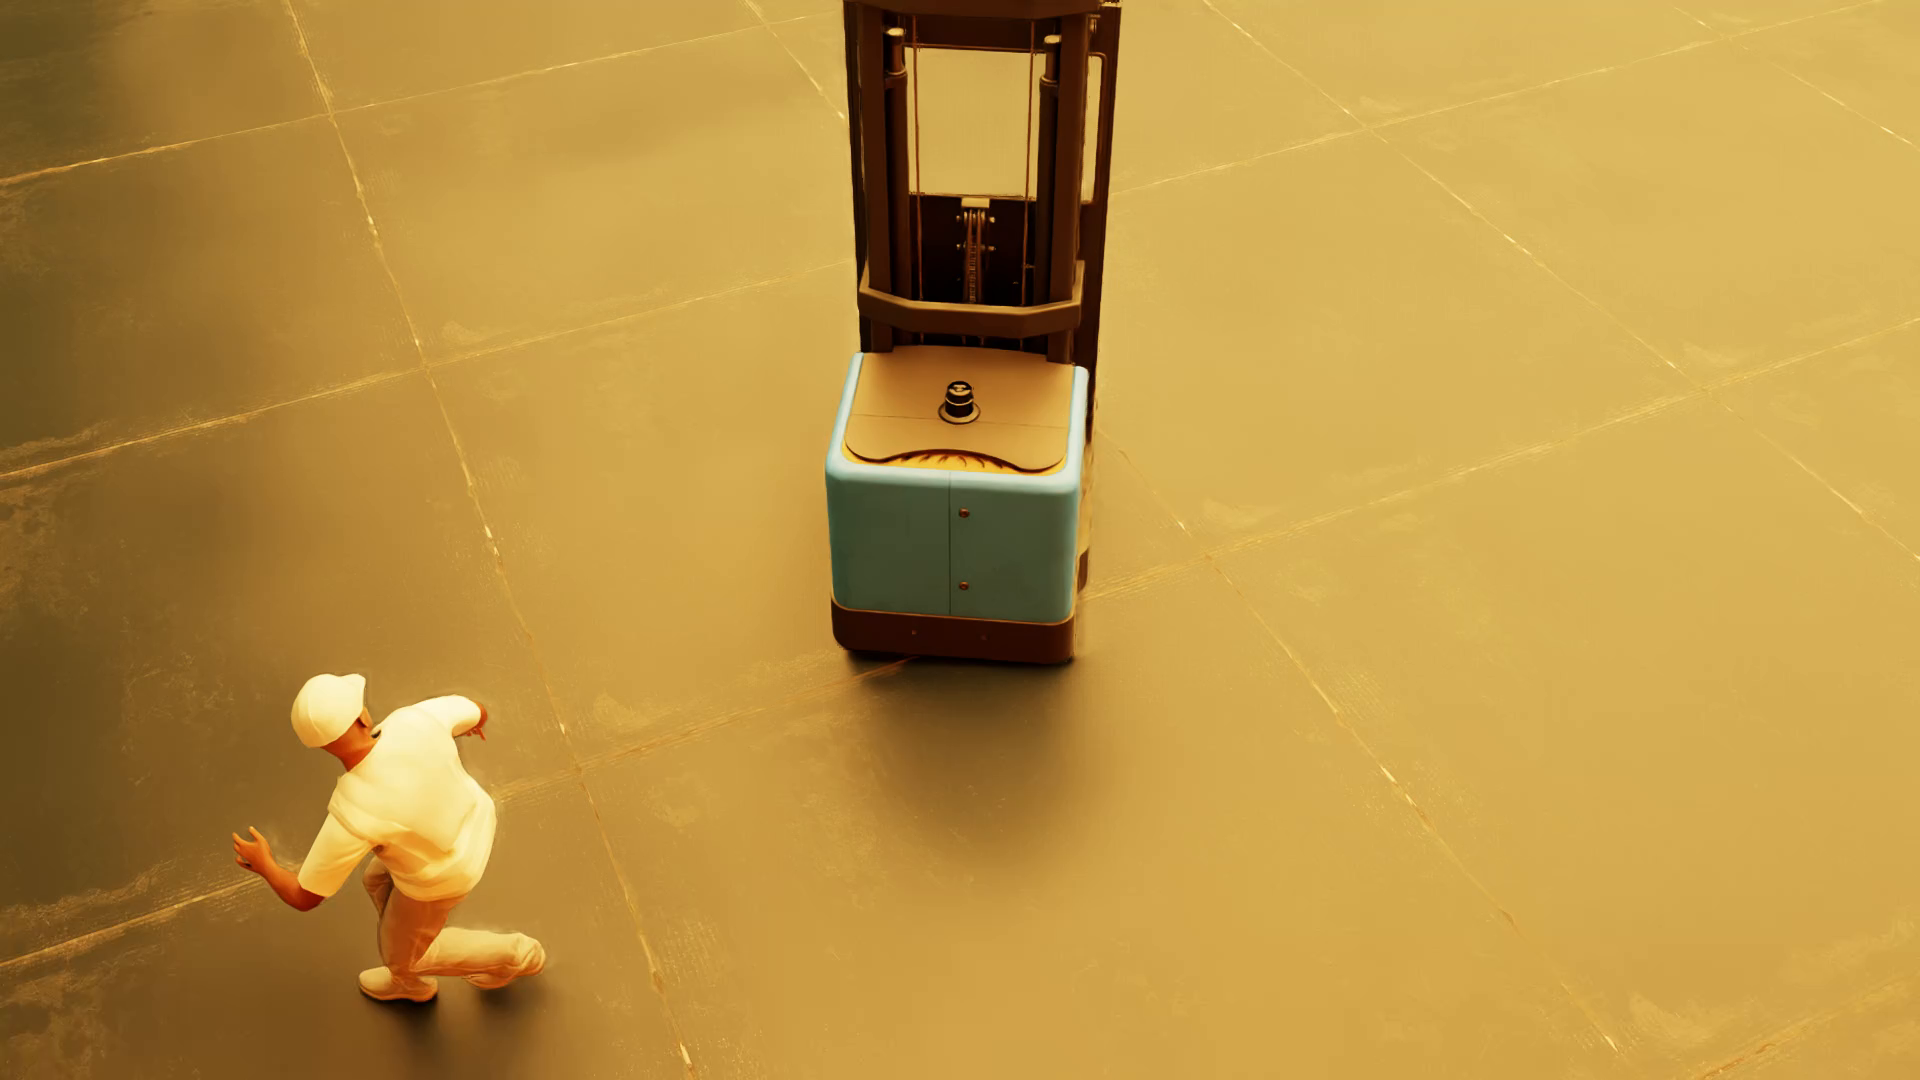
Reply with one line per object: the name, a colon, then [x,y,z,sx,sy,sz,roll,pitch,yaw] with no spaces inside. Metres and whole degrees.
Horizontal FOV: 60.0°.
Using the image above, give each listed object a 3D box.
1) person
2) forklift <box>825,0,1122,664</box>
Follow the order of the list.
person: [-1.920,0.965,5.609,0.855,1.625,0.928,4,43,4]
forklift: [0.113,-1.543,7.333,1.130,2.935,3.031,4,43,4]
